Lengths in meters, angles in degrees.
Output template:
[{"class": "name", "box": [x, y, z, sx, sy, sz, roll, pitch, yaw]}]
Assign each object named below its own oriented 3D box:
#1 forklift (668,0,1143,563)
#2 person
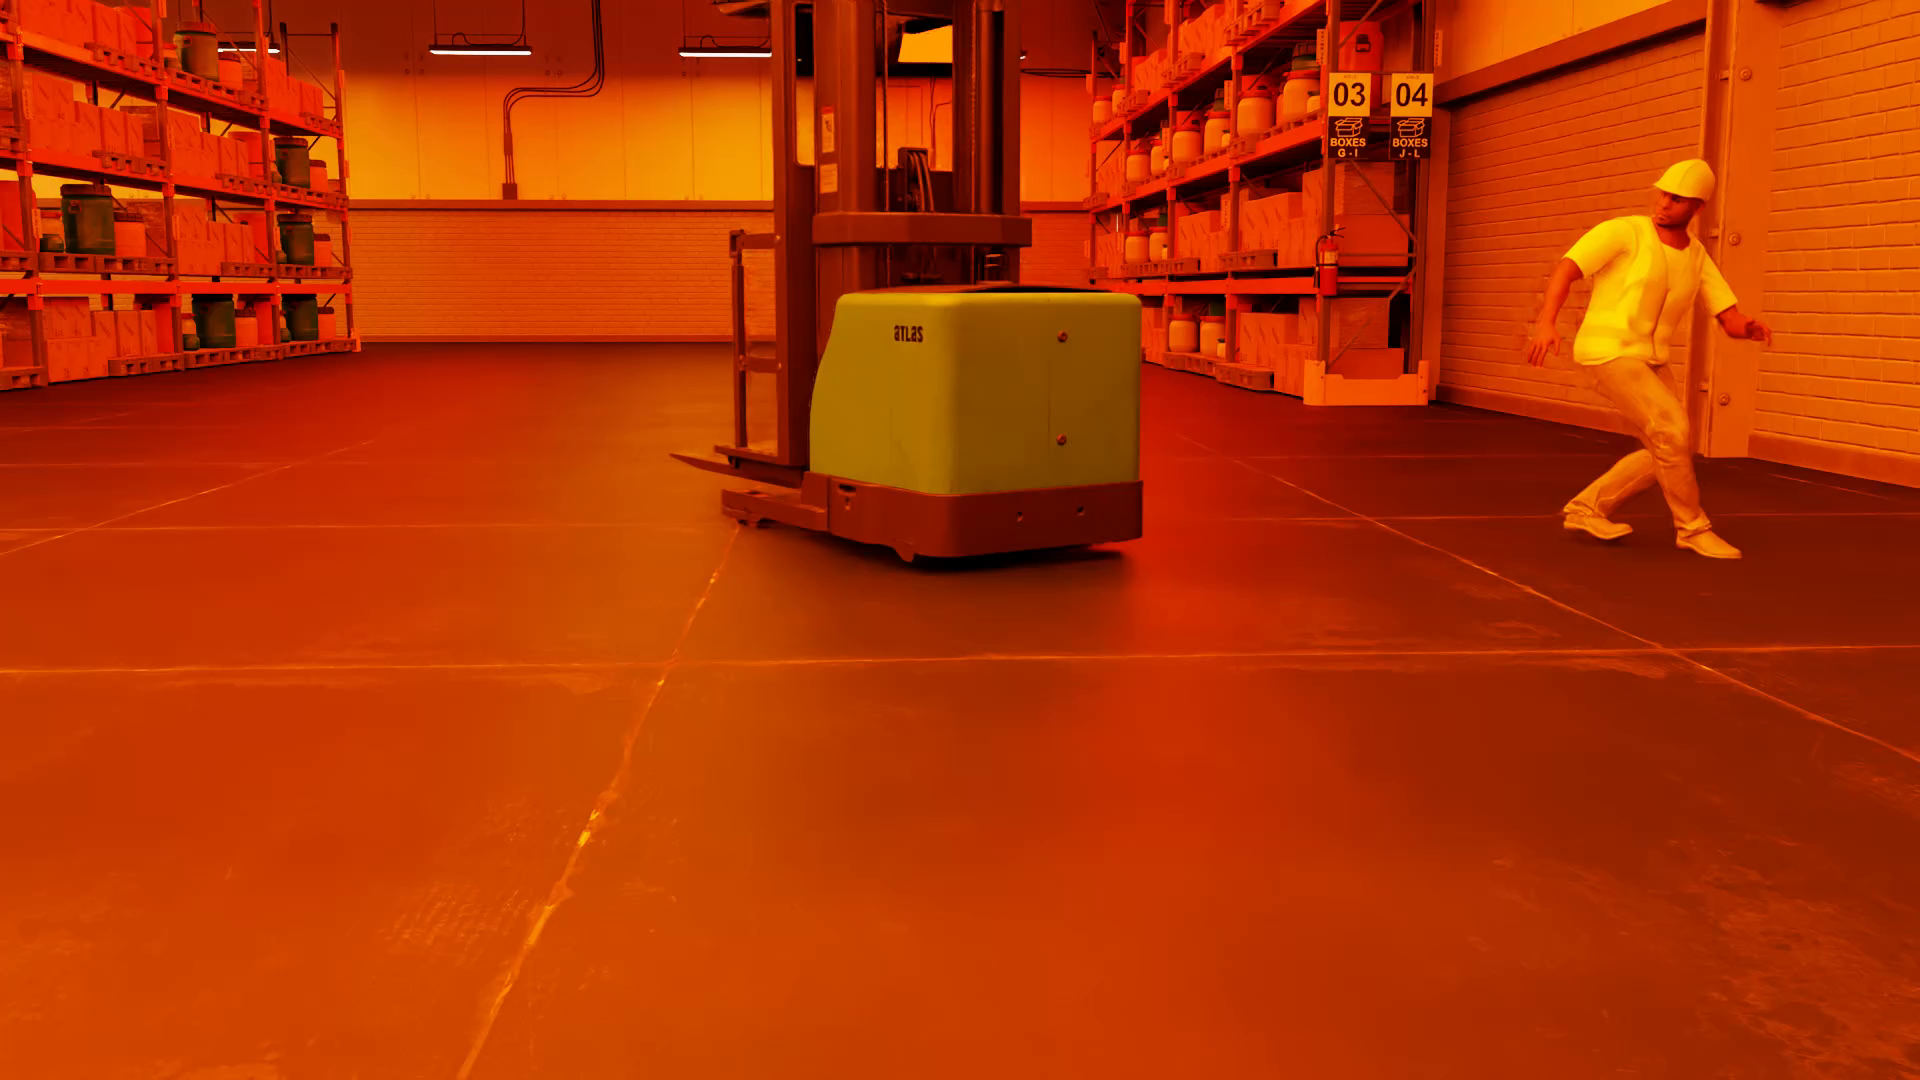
[{"class": "forklift", "box": [-0.464, -1.534, 7.660, 1.130, 2.935, 3.031, -5, 10, -32]}, {"class": "person", "box": [2.874, -0.744, 6.871, 0.850, 1.632, 0.831, -6, 10, -34]}]
